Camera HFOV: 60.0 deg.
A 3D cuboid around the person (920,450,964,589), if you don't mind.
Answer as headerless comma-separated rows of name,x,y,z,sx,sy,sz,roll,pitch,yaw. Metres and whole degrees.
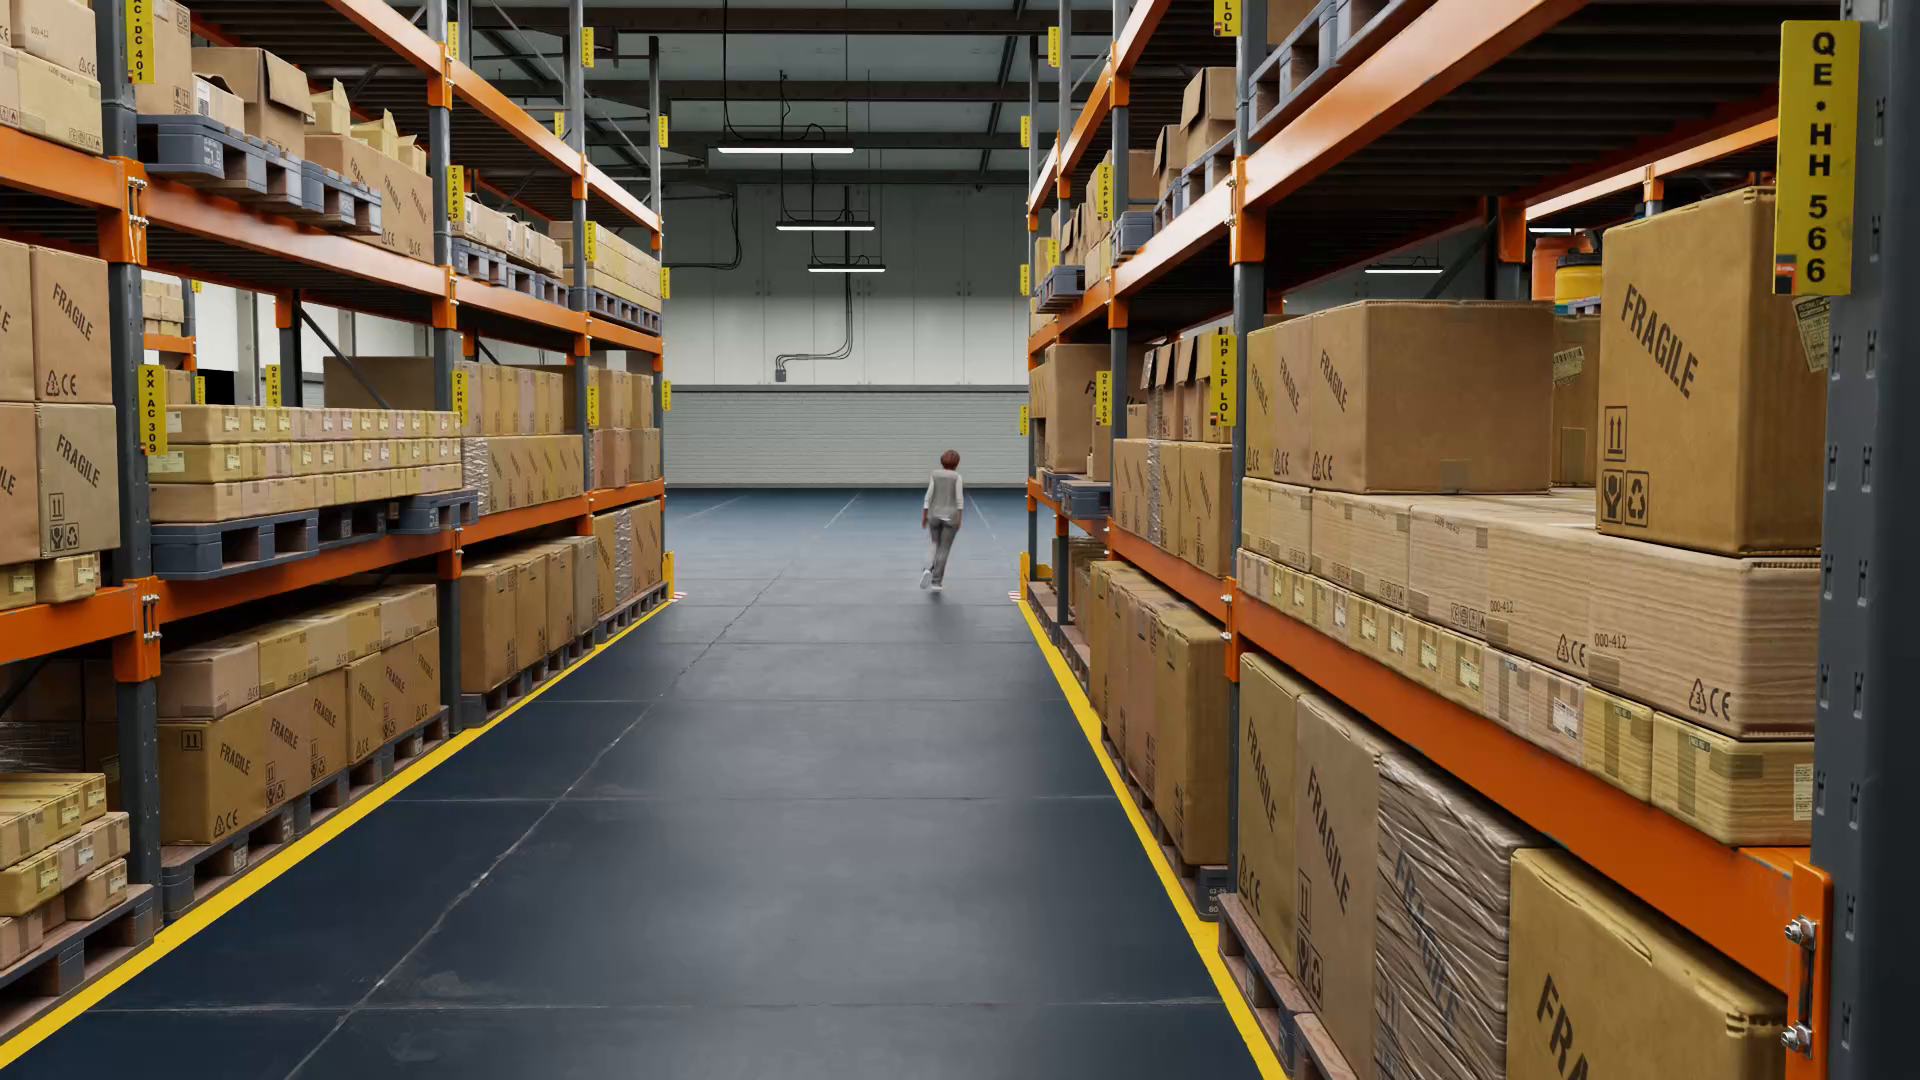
person,-0.185,-0.228,18.734,0.503,1.577,0.388,1,4,18
